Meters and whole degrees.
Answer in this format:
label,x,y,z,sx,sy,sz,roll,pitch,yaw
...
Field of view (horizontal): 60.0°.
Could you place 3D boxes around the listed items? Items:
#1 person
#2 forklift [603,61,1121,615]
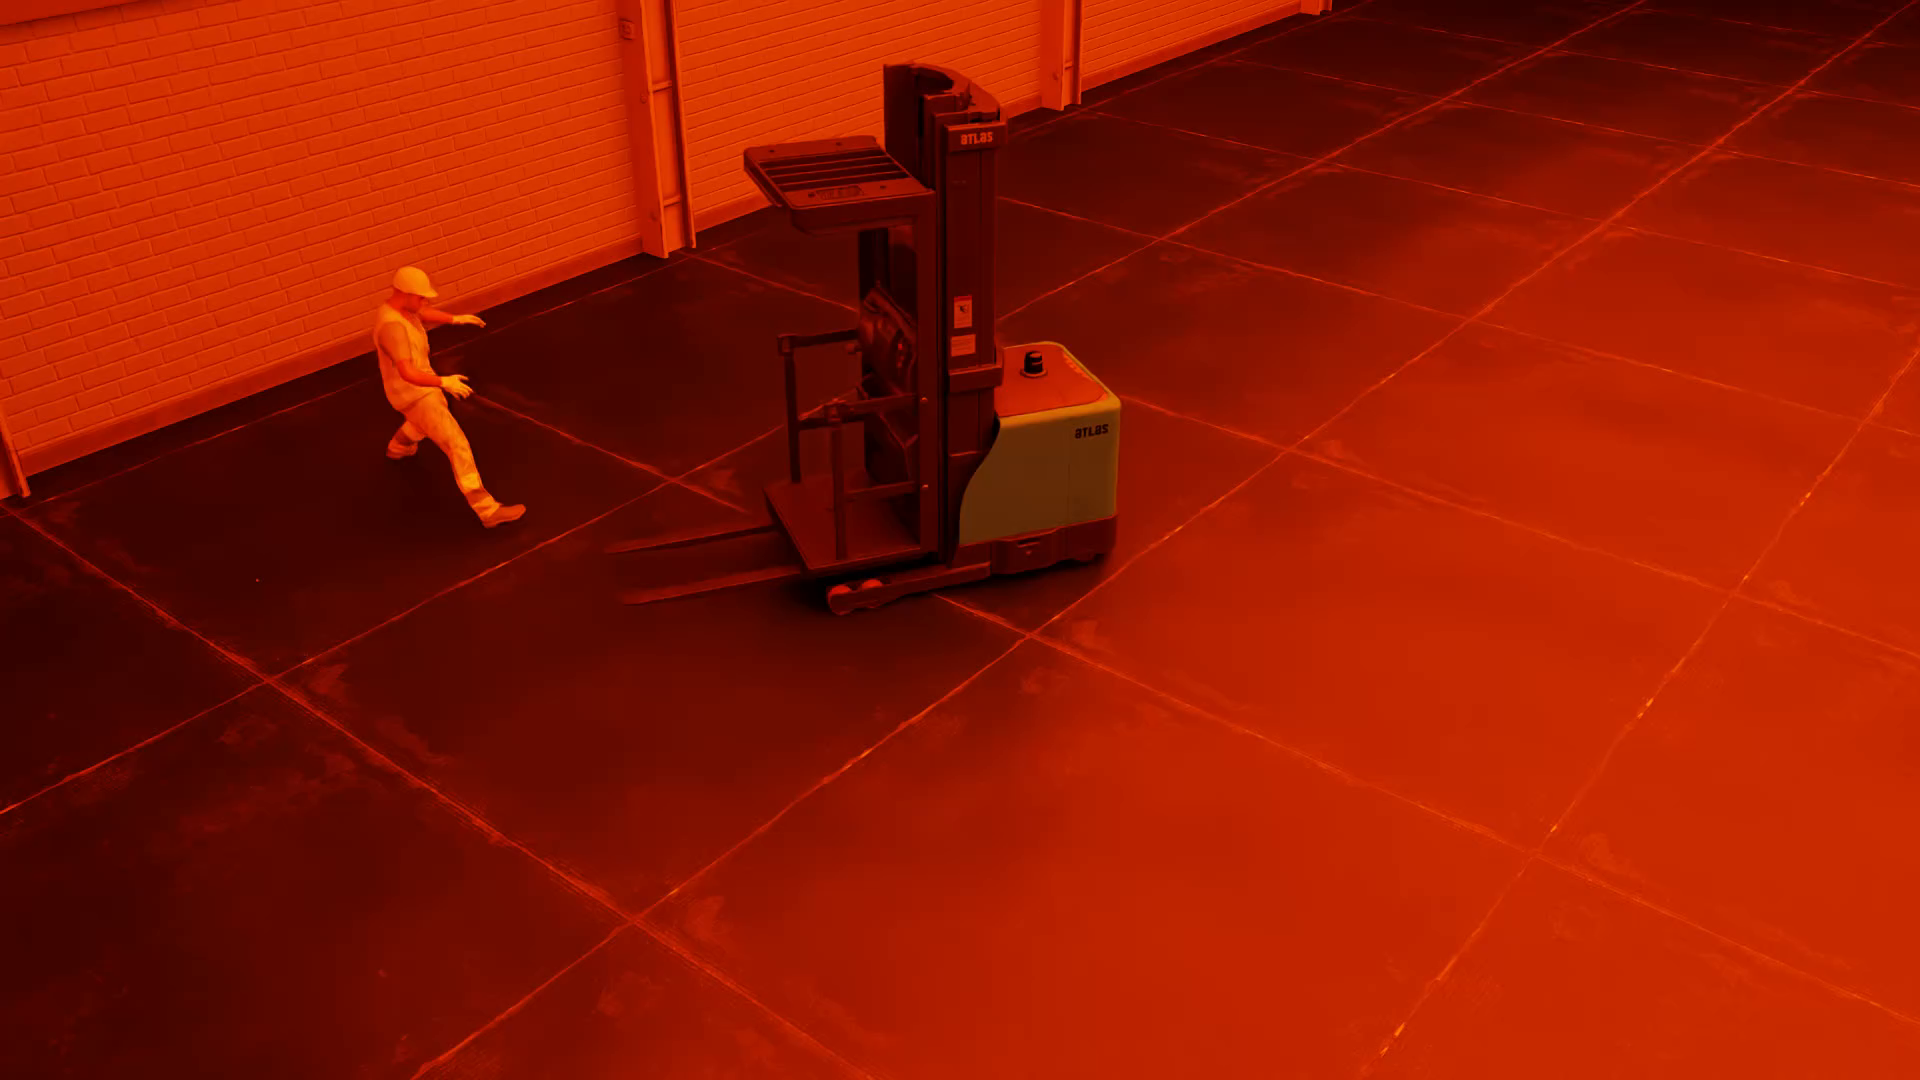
label,x,y,z,sx,sy,sz,roll,pitch,yaw
person,-3.364,-1.038,10.707,0.945,1.572,1.267,-6,31,-10
forklift,-0.606,-1.129,9.527,3.031,2.935,1.130,-11,32,-17
